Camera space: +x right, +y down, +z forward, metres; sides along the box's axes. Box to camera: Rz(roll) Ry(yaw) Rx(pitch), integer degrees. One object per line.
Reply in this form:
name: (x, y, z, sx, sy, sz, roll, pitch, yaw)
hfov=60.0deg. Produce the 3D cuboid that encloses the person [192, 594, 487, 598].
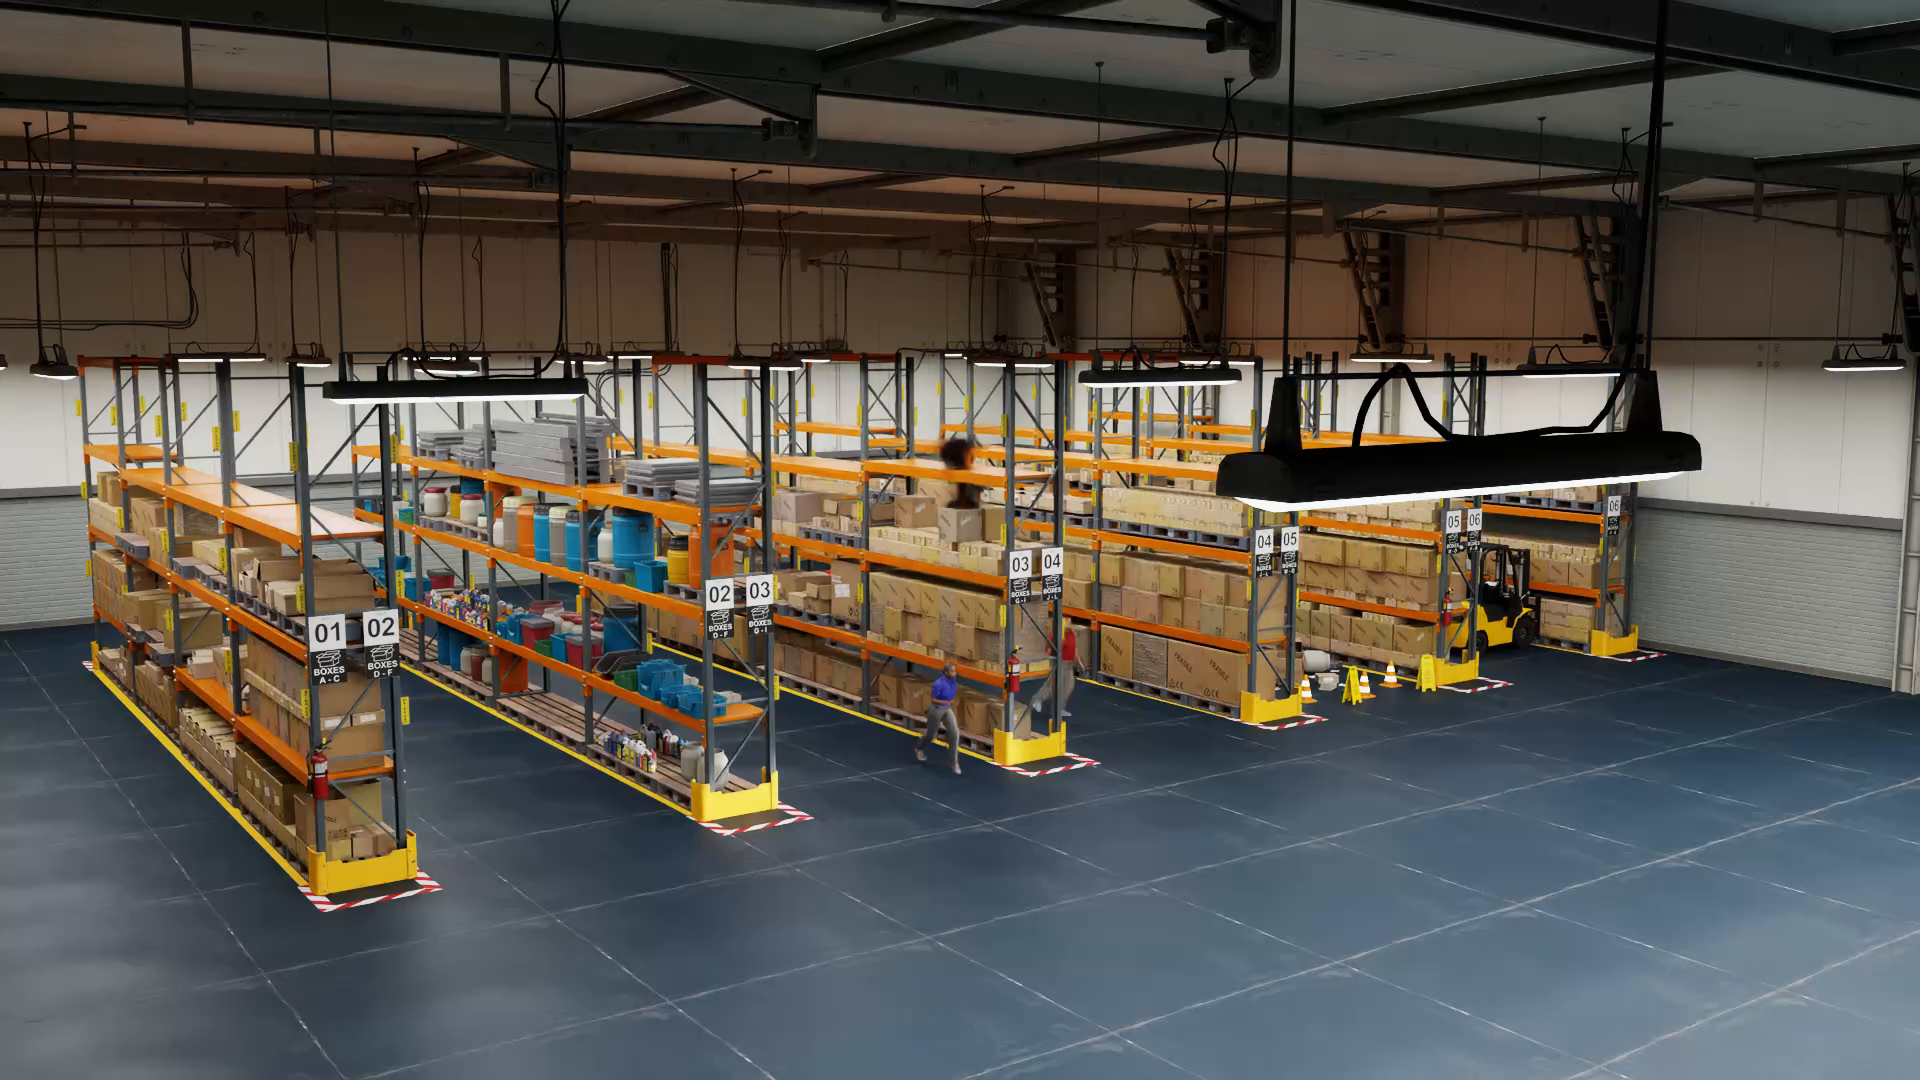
person: (-12.315, 1.653, 32.311, 7.175, 1.591, 2.239, 5, 9, 36)

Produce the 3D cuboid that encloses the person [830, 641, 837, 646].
person: (-2.646, 1.456, 33.367, 0.676, 1.664, 0.676, 6, 9, 41)

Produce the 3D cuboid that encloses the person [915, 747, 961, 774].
person: (-0.310, 3.250, 24.594, 0.197, 0.320, 0.897, -7, 10, -43)

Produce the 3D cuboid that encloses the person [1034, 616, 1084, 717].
person: (1.635, 2.108, 27.909, 0.681, 1.693, 0.714, 6, 9, 43)
